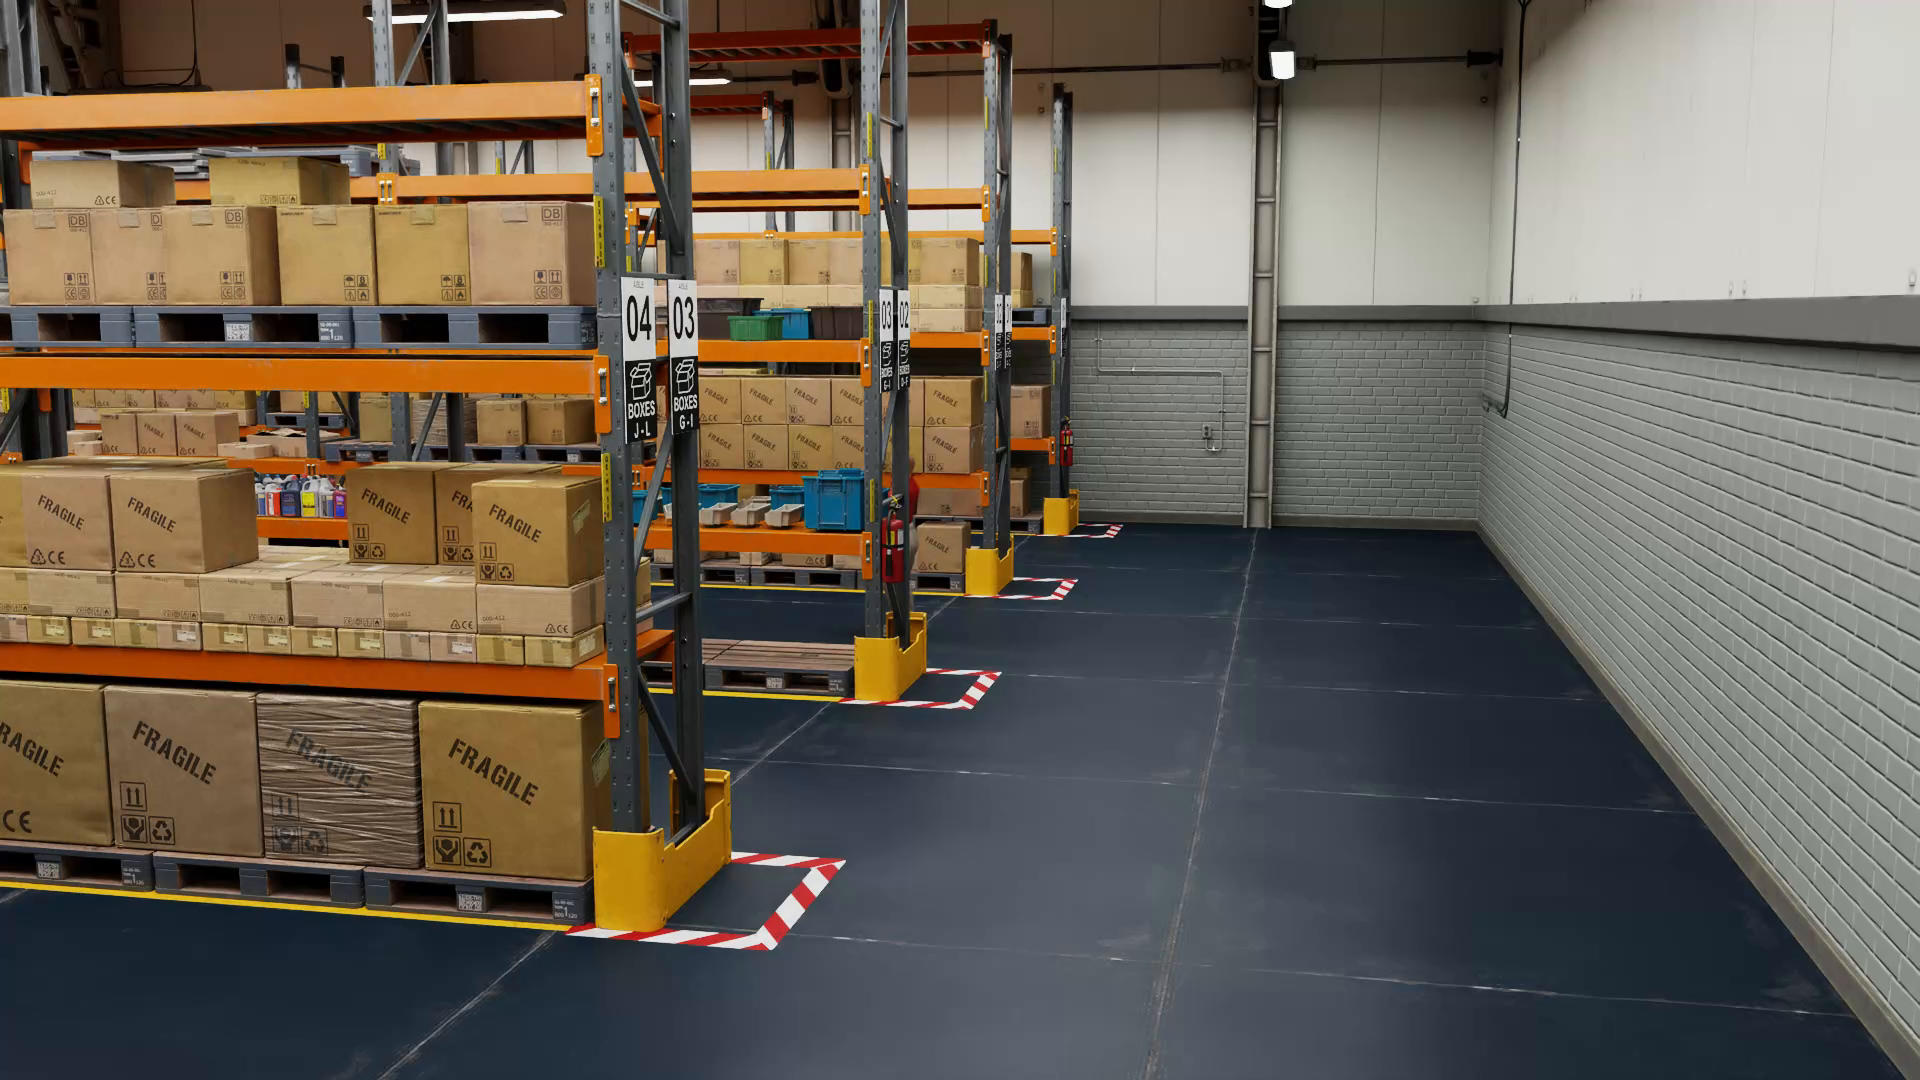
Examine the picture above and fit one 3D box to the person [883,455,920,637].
[{"bbox_3d":[-0.666,0.042,15.616,0.530,1.714,0.494,2,8,13],"label":"person"}]
